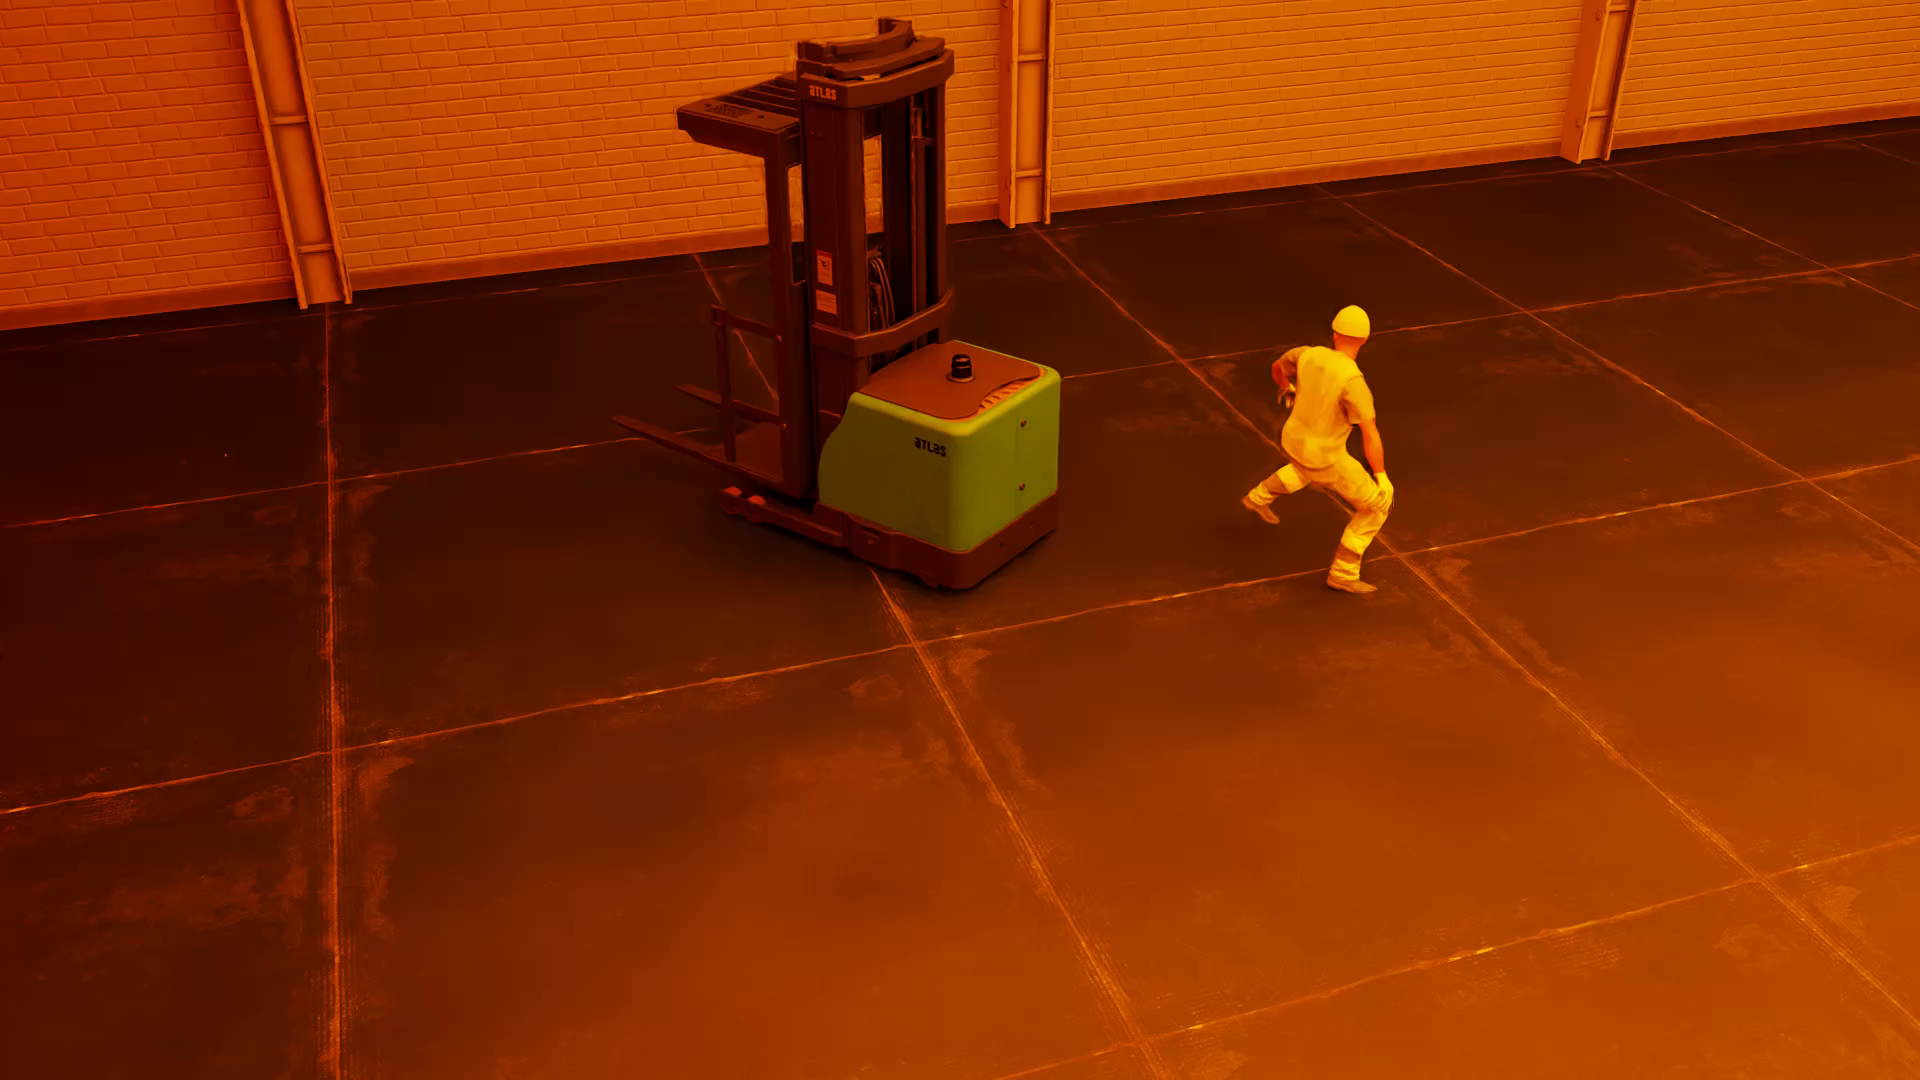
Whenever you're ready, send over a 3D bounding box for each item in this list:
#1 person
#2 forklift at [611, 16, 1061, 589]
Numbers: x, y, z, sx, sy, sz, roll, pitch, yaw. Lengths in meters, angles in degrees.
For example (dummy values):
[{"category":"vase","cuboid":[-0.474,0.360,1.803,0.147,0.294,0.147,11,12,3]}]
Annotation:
[{"category":"person","cuboid":[2.089,-0.515,9.339,0.505,1.655,1.158,-11,32,-19]},{"category":"forklift","cuboid":[-0.891,-1.565,9.808,3.031,2.935,1.130,20,36,31]}]
